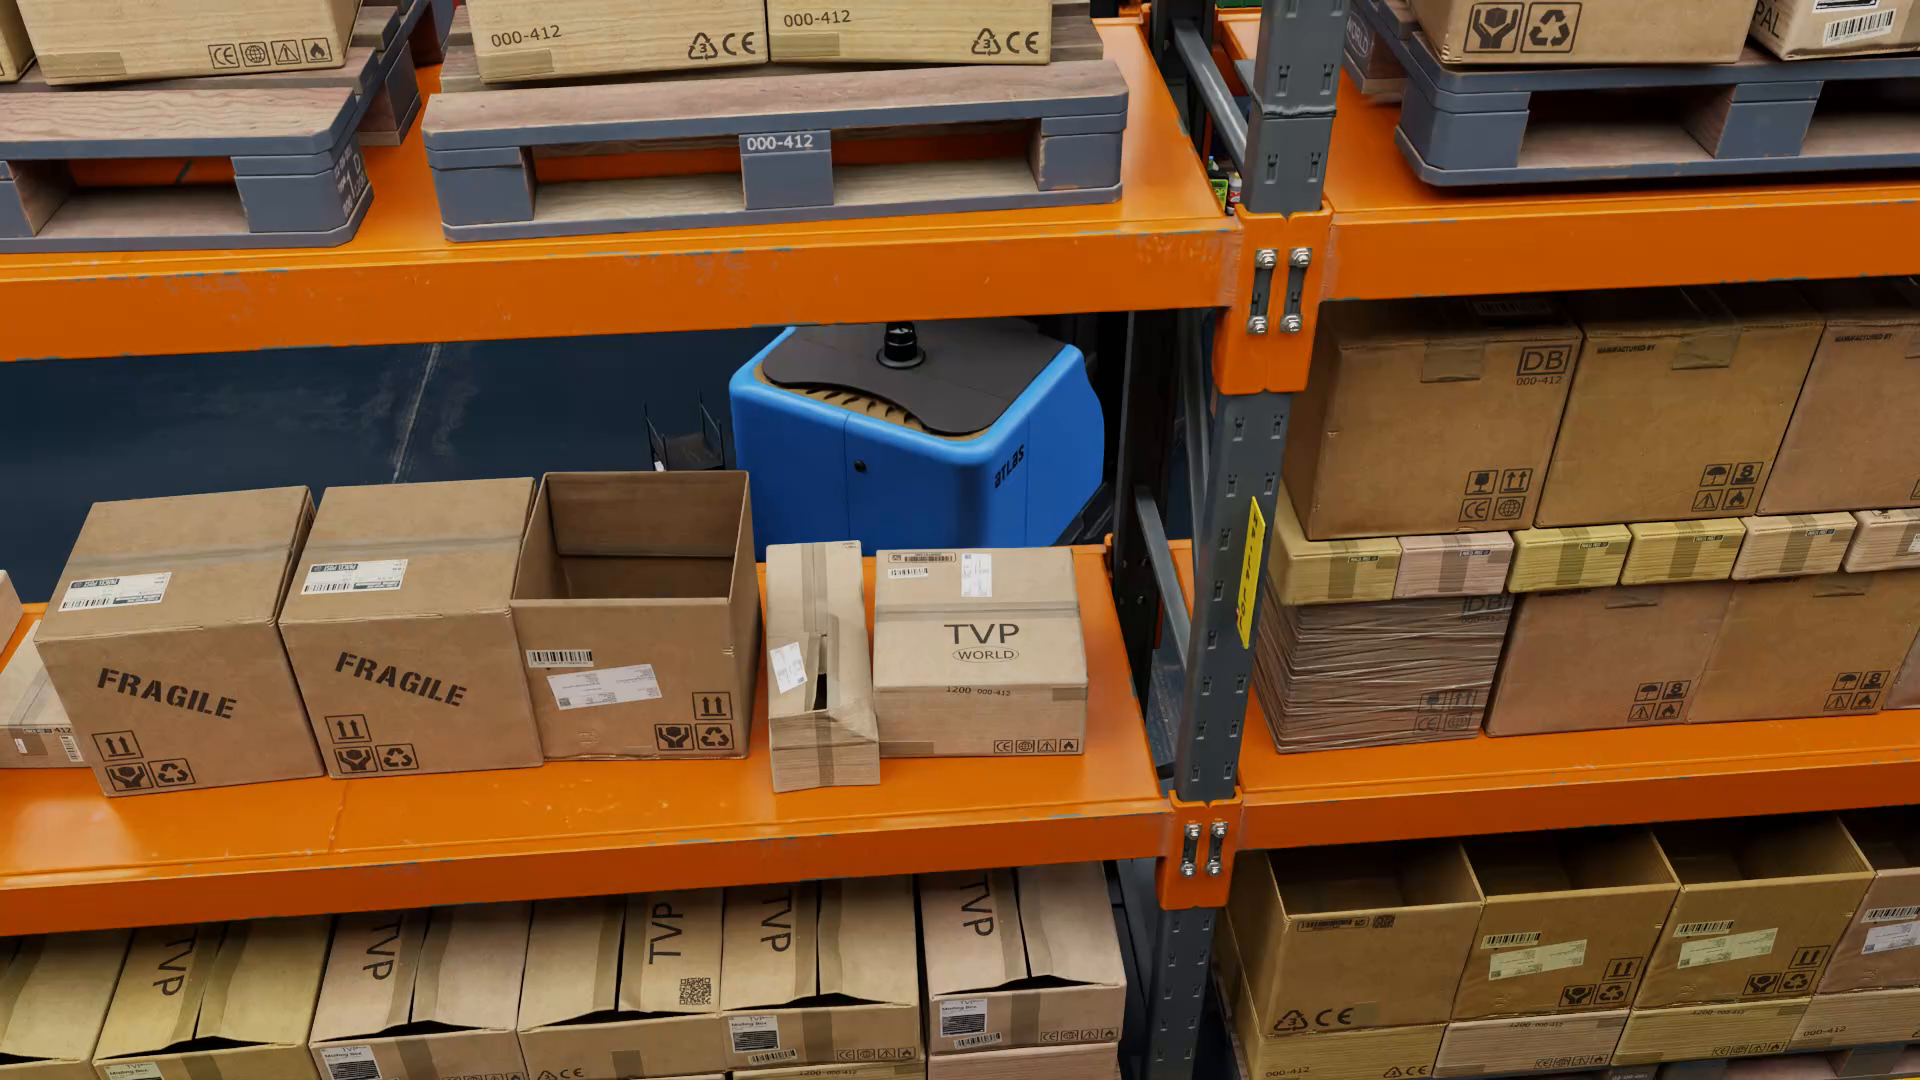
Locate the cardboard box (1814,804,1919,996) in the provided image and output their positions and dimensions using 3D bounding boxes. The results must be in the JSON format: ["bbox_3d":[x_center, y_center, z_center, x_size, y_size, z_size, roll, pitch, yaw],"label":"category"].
[{"bbox_3d":[2.513,0.862,4.512,0.500,0.500,0.500,-3,38,-4],"label":"cardboard box"}]

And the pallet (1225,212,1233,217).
[{"bbox_3d":[0.767,-1.816,8.881,1.213,0.211,1.003,-3,38,-4],"label":"pallet"}]

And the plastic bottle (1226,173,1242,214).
[{"bbox_3d":[1.407,-1.773,8.479,0.097,0.201,0.097,0,38,0],"label":"plastic bottle"}]

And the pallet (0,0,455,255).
[{"bbox_3d":[-1.673,-0.882,3.177,1.213,0.211,1.003,-1,38,-2],"label":"pallet"}]

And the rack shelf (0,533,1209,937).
[{"bbox_3d":[-1.463,0.549,4.213,4.000,0.370,1.077,-3,38,-4],"label":"rack shelf"}]

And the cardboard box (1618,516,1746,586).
[{"bbox_3d":[1.582,-0.076,3.821,0.250,0.149,0.380,-3,38,-4],"label":"cardboard box"}]

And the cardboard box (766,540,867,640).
[{"bbox_3d":[-0.372,0.178,4.305,0.250,0.149,0.380,-3,38,-4],"label":"cardboard box"}]

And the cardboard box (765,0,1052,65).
[{"bbox_3d":[-0.086,-1.098,3.081,0.500,0.250,0.500,1,38,1],"label":"cardboard box"}]

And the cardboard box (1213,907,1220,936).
[{"bbox_3d":[0.972,0.912,5.054,0.500,0.250,0.500,-3,38,-4],"label":"cardboard box"}]

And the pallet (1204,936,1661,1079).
[{"bbox_3d":[1.325,1.234,5.015,1.213,0.211,1.003,-3,38,-4],"label":"pallet"}]

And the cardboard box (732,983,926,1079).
[{"bbox_3d":[-0.362,1.300,4.561,0.500,0.250,0.500,-4,38,-5],"label":"cardboard box"}]

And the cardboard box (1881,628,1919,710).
[{"bbox_3d":[2.505,0.003,4.244,0.500,0.500,0.700,-2,38,-3],"label":"cardboard box"}]

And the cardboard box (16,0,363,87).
[{"bbox_3d":[-1.381,-1.059,3.031,0.500,0.250,0.500,-6,39,-8],"label":"cardboard box"}]

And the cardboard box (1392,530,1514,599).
[{"bbox_3d":[1.064,-0.046,3.782,0.250,0.149,0.380,-3,38,-3],"label":"cardboard box"}]

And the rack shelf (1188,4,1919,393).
[{"bbox_3d":[2.521,-0.848,3.562,4.000,0.370,1.077,-3,38,-4],"label":"rack shelf"}]

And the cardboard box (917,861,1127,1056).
[{"bbox_3d":[0.151,1.051,4.425,0.500,0.311,0.500,-3,38,-4],"label":"cardboard box"}]

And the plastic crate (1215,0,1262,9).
[{"bbox_3d":[1.471,-2.716,7.942,0.662,0.188,0.450,-3,38,-4],"label":"plastic crate"}]

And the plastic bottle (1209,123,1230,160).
[{"bbox_3d":[1.395,-2.188,8.939,0.133,0.283,0.061,-3,38,-4],"label":"plastic bottle"}]

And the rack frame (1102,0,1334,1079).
[{"bbox_3d":[0.529,0.157,4.129,0.127,3.000,1.000,-3,38,-4],"label":"rack frame"}]

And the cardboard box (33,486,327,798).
[{"bbox_3d":[-1.785,0.235,3.949,0.500,0.500,0.500,-5,39,-6],"label":"cardboard box"}]

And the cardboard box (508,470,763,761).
[{"bbox_3d":[-0.762,0.179,4.021,0.500,0.500,0.500,-1,38,-1],"label":"cardboard box"}]

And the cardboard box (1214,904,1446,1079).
[{"bbox_3d":[1.018,1.234,4.646,0.500,0.250,0.500,-3,38,-4],"label":"cardboard box"}]

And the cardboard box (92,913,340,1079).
[{"bbox_3d":[-1.877,1.163,4.282,0.500,0.311,0.500,-4,38,-5],"label":"cardboard box"}]

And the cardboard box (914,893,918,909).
[{"bbox_3d":[0.105,0.941,5.016,0.500,0.250,0.500,-4,38,-5],"label":"cardboard box"}]

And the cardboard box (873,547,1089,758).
[{"bbox_3d":[0.043,0.270,4.107,0.500,0.250,0.500,-1,38,-1],"label":"cardboard box"}]

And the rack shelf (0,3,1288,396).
[{"bbox_3d":[-1.463,-0.628,3.284,4.000,0.370,1.077,-3,38,-4],"label":"rack shelf"}]

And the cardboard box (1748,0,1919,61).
[{"bbox_3d":[1.592,-1.100,2.920,0.500,0.311,0.500,-5,39,-6],"label":"cardboard box"}]

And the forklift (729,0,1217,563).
[{"bbox_3d":[0.322,-1.528,6.321,1.130,2.935,3.031,18,42,22],"label":"forklift"}]

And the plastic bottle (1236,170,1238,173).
[{"bbox_3d":[1.508,-1.914,8.599,0.135,0.276,0.152,-3,38,-4],"label":"plastic bottle"}]

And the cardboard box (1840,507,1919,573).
[{"bbox_3d":[2.097,-0.105,3.857,0.250,0.149,0.380,-4,38,-5],"label":"cardboard box"}]

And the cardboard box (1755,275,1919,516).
[{"bbox_3d":[1.973,-0.475,3.802,0.500,0.500,0.700,-3,38,-4],"label":"cardboard box"}]

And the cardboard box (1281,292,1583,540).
[{"bbox_3d":[0.971,-0.420,3.732,0.500,0.500,0.700,-3,38,-4],"label":"cardboard box"}]

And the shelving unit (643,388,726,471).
[{"bbox_3d":[-0.984,-0.099,6.149,0.210,0.900,0.258,-16,41,-19],"label":"shelving unit"}]

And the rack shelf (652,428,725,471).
[{"bbox_3d":[-0.984,-0.285,6.002,0.200,0.077,0.258,-16,41,-19],"label":"rack shelf"}]

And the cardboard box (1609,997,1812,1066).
[{"bbox_3d":[2.015,1.185,4.707,0.500,0.250,0.500,-3,38,-4],"label":"cardboard box"}]

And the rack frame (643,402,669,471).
[{"bbox_3d":[-1.076,-0.072,6.115,0.006,0.900,0.240,-16,41,-19],"label":"rack frame"}]

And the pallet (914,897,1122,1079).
[{"bbox_3d":[-0.201,1.316,4.911,1.213,0.211,1.003,-3,38,-4],"label":"pallet"}]

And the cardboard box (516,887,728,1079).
[{"bbox_3d":[-0.864,1.109,4.351,0.500,0.311,0.500,-3,38,-4],"label":"cardboard box"}]

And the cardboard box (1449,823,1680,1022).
[{"bbox_3d":[1.516,0.913,4.447,0.500,0.500,0.500,-3,38,-4],"label":"cardboard box"}]

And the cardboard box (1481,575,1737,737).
[{"bbox_3d":[1.495,0.057,4.176,0.500,0.500,0.700,-4,38,-4],"label":"cardboard box"}]
